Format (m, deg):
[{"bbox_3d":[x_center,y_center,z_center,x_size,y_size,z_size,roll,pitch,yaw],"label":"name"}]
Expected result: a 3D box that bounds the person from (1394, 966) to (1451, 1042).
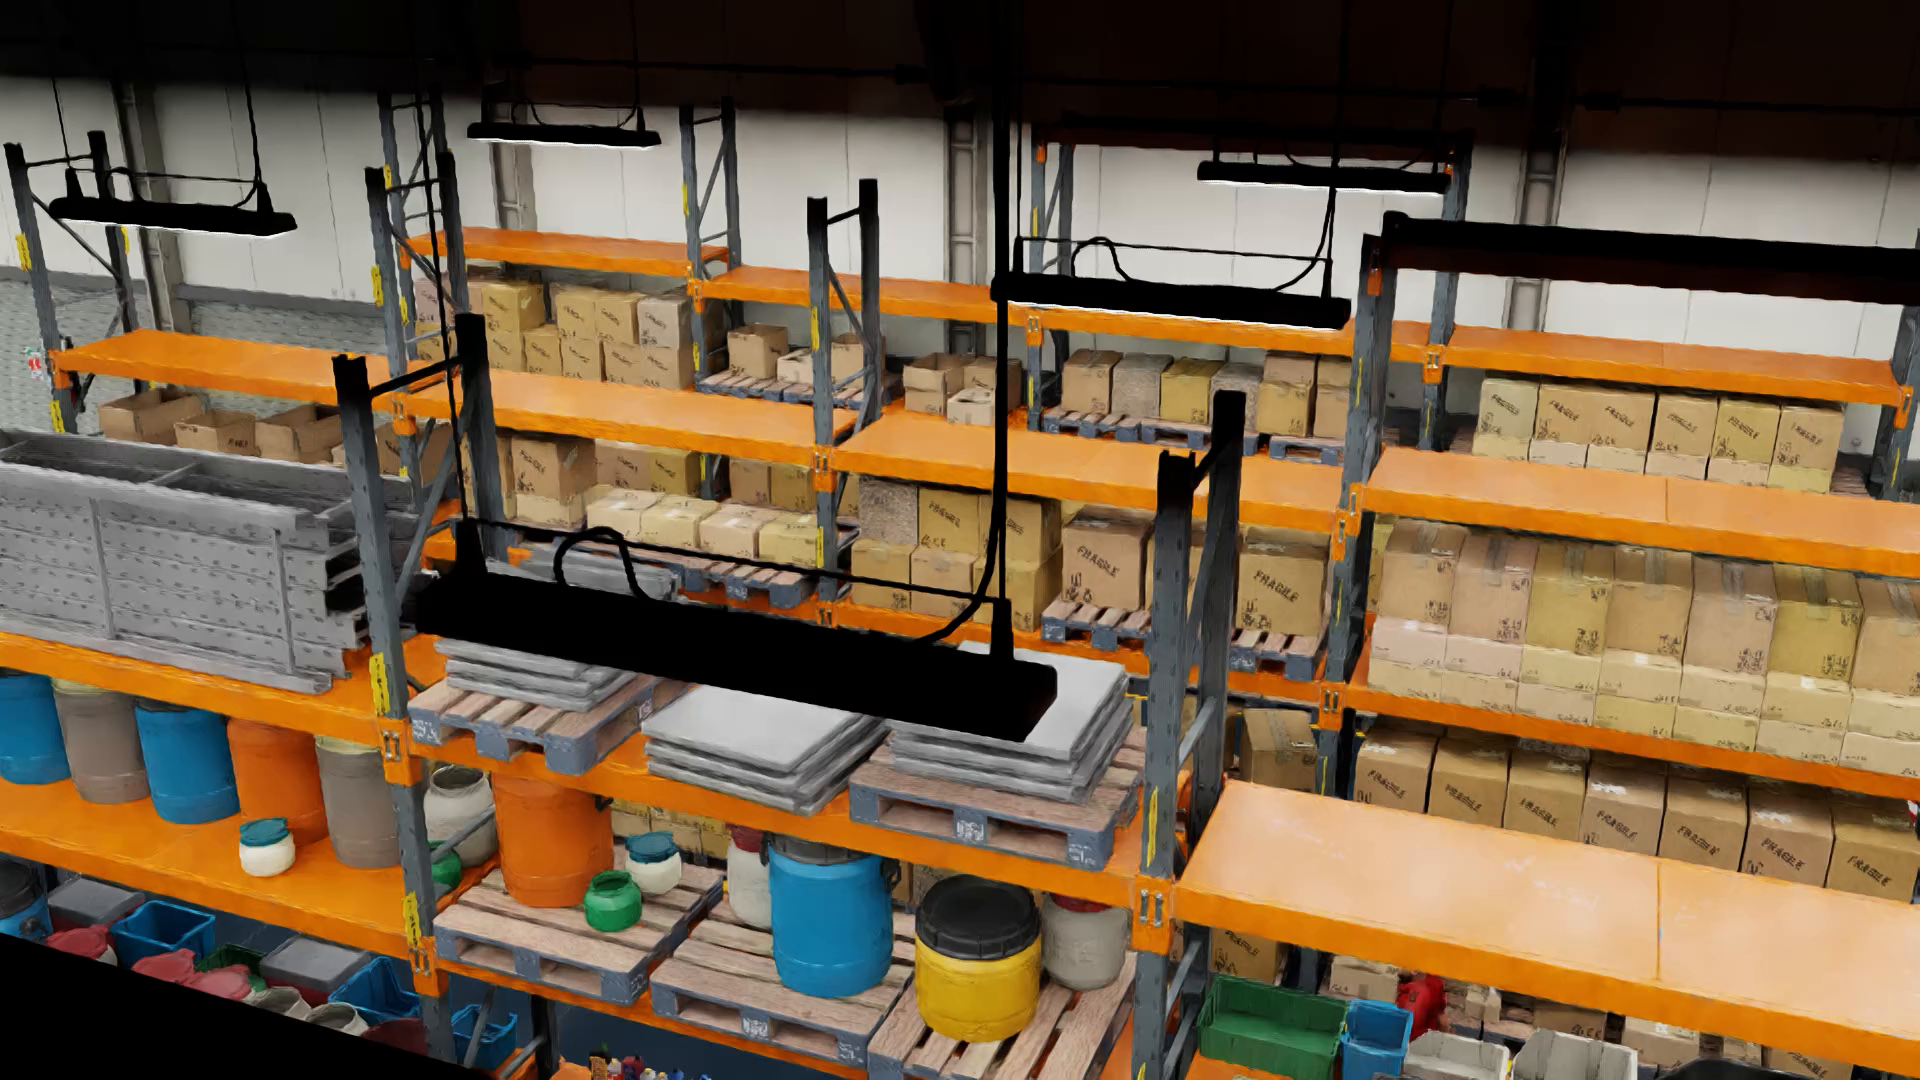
[{"bbox_3d":[2.994,3.433,11.017,1.040,1.669,0.556,8,22,19],"label":"person"}]
